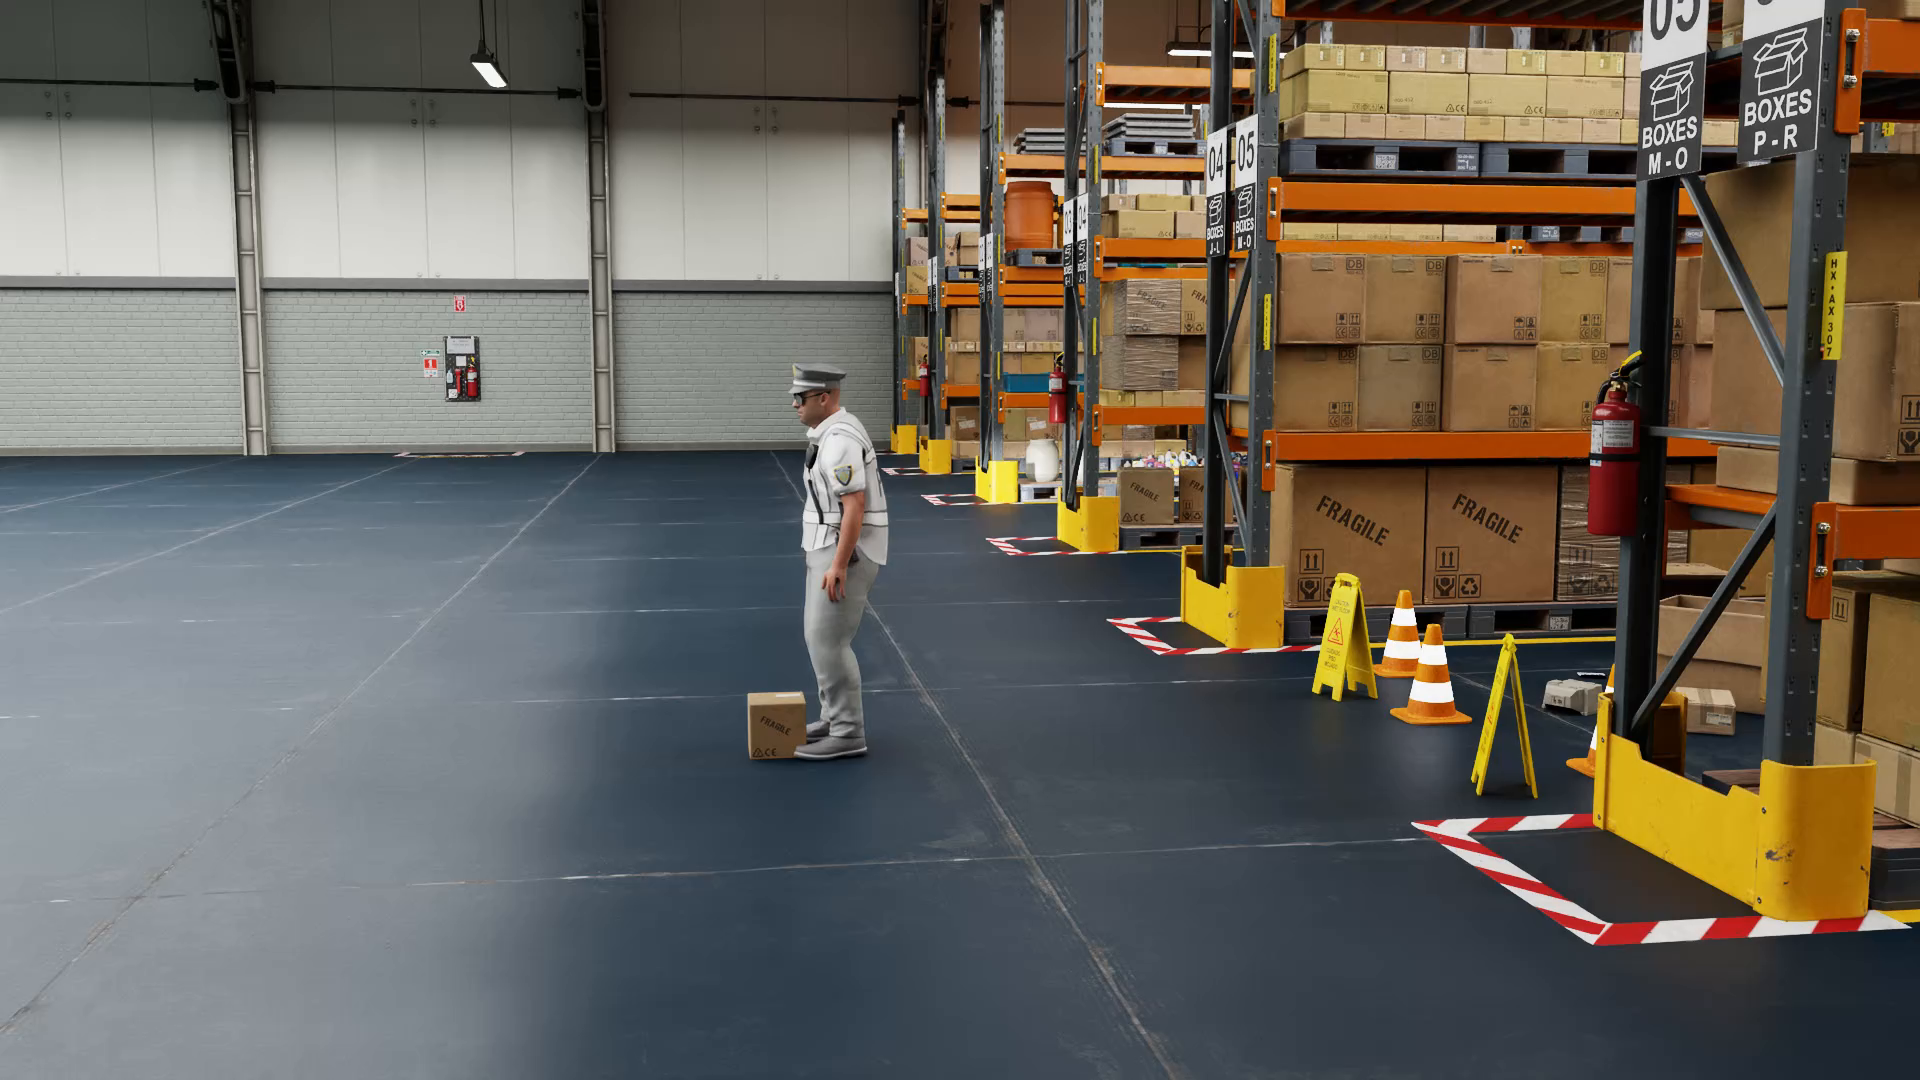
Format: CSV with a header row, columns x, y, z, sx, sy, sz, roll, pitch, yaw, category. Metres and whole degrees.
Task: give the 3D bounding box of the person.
x,y,z,sx,sy,sz,roll,pitch,yaw,category
-0.550,0.083,7.444,0.437,1.747,0.600,-1,7,-12,person
